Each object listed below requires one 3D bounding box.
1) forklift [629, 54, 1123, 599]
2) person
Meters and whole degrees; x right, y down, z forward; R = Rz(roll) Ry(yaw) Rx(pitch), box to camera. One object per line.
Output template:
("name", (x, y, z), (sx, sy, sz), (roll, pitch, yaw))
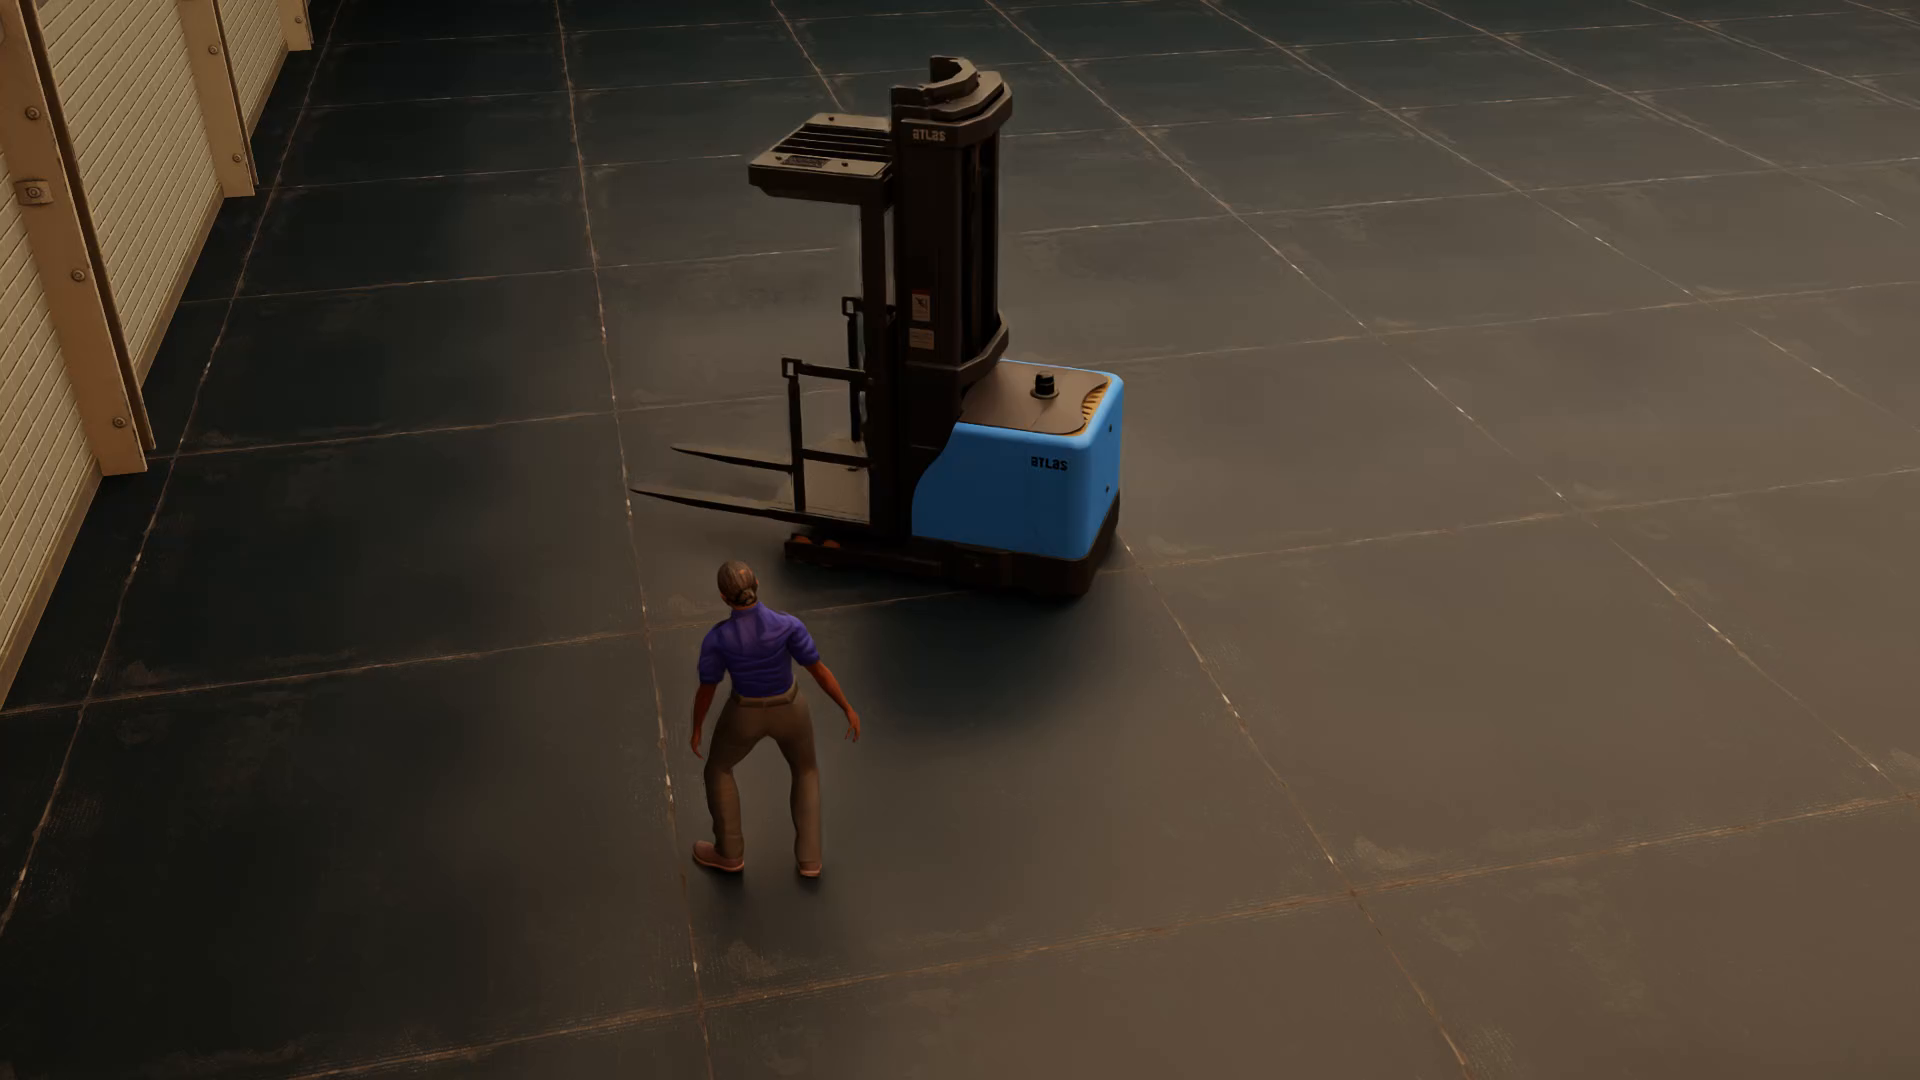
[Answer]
("forklift", (-0.572, -1.340, 9.889), (3.031, 2.935, 1.130), (9, 31, 15))
("person", (-0.860, 0.834, 7.511), (0.817, 1.606, 0.470), (-3, 30, -4))
